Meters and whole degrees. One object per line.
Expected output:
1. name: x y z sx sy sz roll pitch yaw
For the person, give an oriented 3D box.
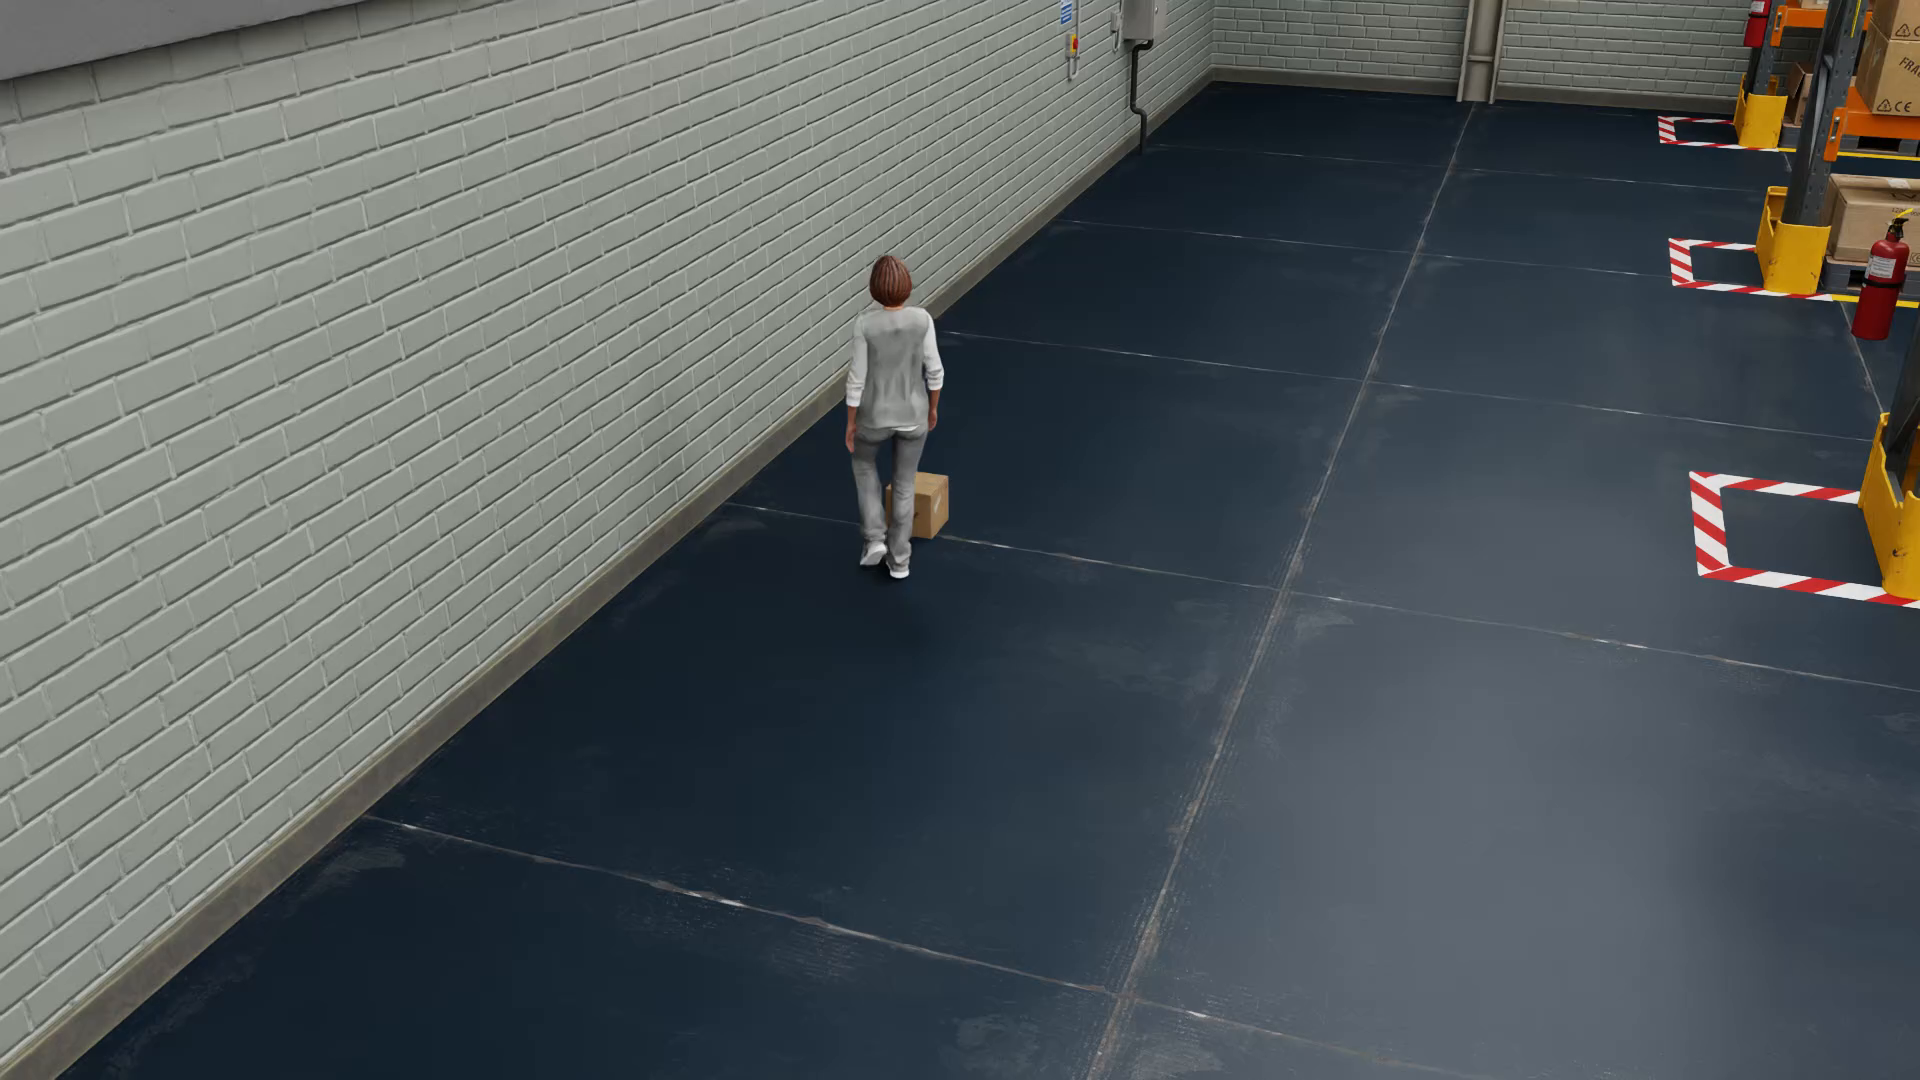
1. person: -0.315 -0.576 7.781 0.466 1.604 0.413 -3 26 -7
